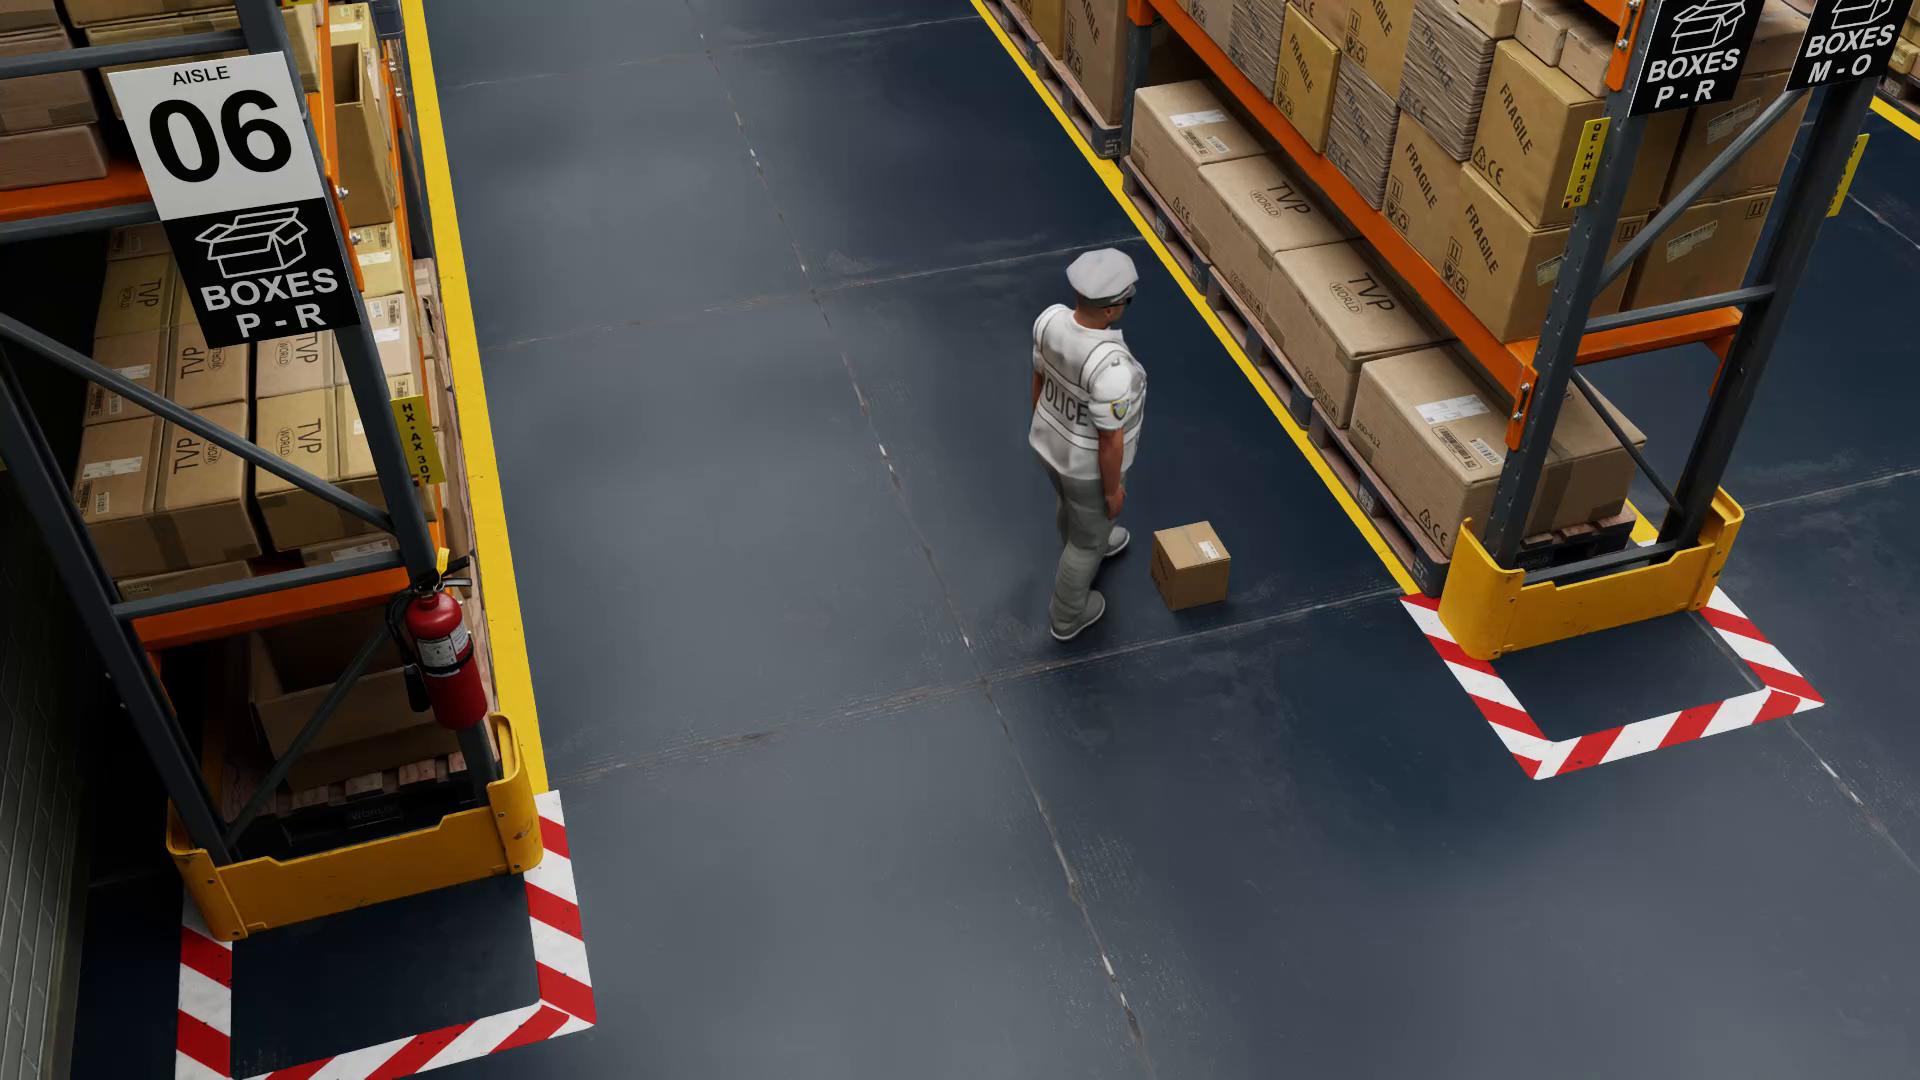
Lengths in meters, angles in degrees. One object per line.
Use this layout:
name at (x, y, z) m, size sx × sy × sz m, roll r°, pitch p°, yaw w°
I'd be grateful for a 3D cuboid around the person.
person at (0.598, -0.399, 6.587) m, size 0.626 × 1.751 × 0.553 m, roll -24°, pitch 47°, yaw -24°
